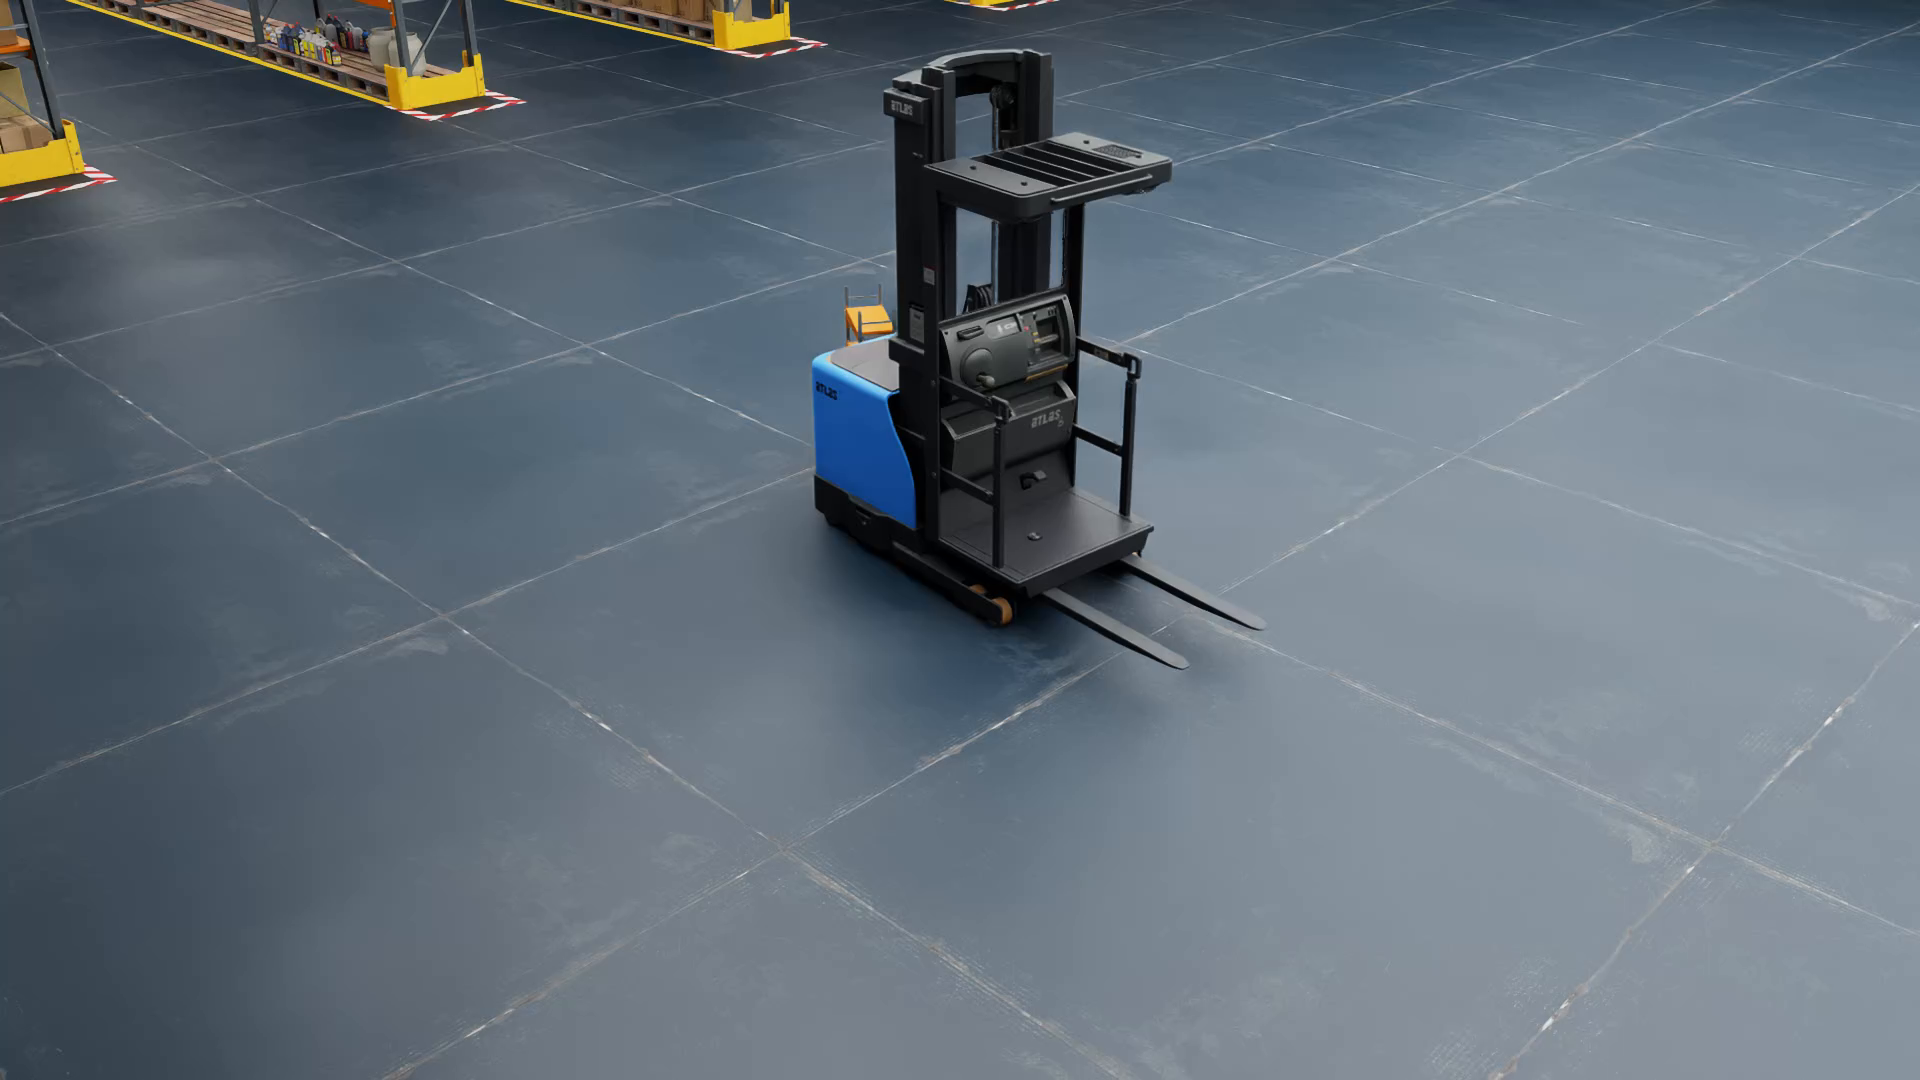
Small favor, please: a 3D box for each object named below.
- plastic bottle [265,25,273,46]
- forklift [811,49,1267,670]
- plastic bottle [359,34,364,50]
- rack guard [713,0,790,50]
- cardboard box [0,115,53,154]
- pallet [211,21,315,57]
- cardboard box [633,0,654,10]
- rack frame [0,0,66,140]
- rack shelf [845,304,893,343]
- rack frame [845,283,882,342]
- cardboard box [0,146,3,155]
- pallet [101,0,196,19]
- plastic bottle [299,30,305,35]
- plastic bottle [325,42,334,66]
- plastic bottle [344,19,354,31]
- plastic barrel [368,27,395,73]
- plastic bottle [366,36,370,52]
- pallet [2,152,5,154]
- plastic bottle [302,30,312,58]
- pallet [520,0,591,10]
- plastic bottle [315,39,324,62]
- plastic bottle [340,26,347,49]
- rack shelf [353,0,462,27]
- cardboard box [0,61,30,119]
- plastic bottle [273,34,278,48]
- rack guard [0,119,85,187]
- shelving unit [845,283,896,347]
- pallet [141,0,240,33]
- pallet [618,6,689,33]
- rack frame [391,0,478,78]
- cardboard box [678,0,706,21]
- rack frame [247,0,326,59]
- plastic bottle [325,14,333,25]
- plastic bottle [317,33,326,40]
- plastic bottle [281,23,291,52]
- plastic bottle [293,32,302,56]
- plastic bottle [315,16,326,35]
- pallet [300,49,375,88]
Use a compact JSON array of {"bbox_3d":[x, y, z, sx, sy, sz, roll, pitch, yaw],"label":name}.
[{"bbox_3d":[-9.309,-6.814,22.444,0.097,0.271,0.097,0,28,0],"label":"plastic bottle"},{"bbox_3d":[0.416,-1.076,9.146,1.130,2.935,3.031,-21,35,-35],"label":"forklift"},{"bbox_3d":[-7.984,-6.666,22.238,0.097,0.201,0.097,0,28,0],"label":"plastic bottle"},{"bbox_3d":[-2.958,-7.333,23.658,0.348,0.500,1.175,25,36,38],"label":"rack guard"},{"bbox_3d":[-10.078,-4.346,17.795,0.500,0.250,0.500,25,36,38],"label":"cardboard box"},{"bbox_3d":[-9.816,-7.085,23.497,1.213,0.211,1.003,25,36,38],"label":"pallet"},{"bbox_3d":[-4.588,-8.294,25.036,0.500,0.500,0.500,21,34,34],"label":"cardboard box"},{"bbox_3d":[-9.852,-5.128,16.780,0.127,3.000,1.000,25,36,38],"label":"rack frame"},{"bbox_3d":[-0.576,-1.367,10.716,0.258,0.148,0.480,-6,28,-12],"label":"rack shelf"},{"bbox_3d":[-0.631,-1.130,11.109,0.240,1.200,0.015,-6,28,-12],"label":"rack frame"},{"bbox_3d":[-10.442,-4.174,17.468,0.500,0.250,0.500,25,36,38],"label":"cardboard box"},{"bbox_3d":[-12.673,-8.390,25.980,1.213,0.211,1.003,25,36,38],"label":"pallet"},{"bbox_3d":[-8.756,-6.655,22.142,0.097,0.271,0.097,0,28,0],"label":"plastic bottle"},{"bbox_3d":[-8.090,-6.249,21.357,0.061,0.283,0.133,-24,36,-38],"label":"plastic bottle"},{"bbox_3d":[-8.200,-6.816,22.362,0.185,0.351,0.144,24,36,38],"label":"plastic bottle"},{"bbox_3d":[-7.257,-6.208,21.056,0.421,0.512,0.421,0,28,0],"label":"plastic barrel"},{"bbox_3d":[-7.837,-6.599,22.110,0.097,0.201,0.097,0,28,0],"label":"plastic bottle"},{"bbox_3d":[-10.427,-4.130,17.877,1.213,0.211,1.003,25,36,38],"label":"pallet"},{"bbox_3d":[-8.506,-6.497,21.756,0.185,0.351,0.144,24,36,38],"label":"plastic bottle"},{"bbox_3d":[-6.313,-8.739,26.643,1.213,0.211,1.003,25,36,38],"label":"pallet"},{"bbox_3d":[-8.253,-6.350,21.558,0.135,0.276,0.152,23,36,37],"label":"plastic bottle"},{"bbox_3d":[-8.254,-6.743,22.297,0.133,0.283,0.061,25,36,38],"label":"plastic bottle"},{"bbox_3d":[-7.803,-7.105,21.312,4.000,0.370,1.077,25,36,38],"label":"rack shelf"},{"bbox_3d":[-10.436,-4.840,17.929,0.500,0.500,0.500,25,36,38],"label":"cardboard box"},{"bbox_3d":[-9.164,-6.716,22.334,0.097,0.201,0.097,0,28,0],"label":"plastic bottle"},{"bbox_3d":[-9.835,-4.014,17.346,0.348,0.500,1.175,25,36,38],"label":"rack guard"},{"bbox_3d":[-0.576,-1.019,10.899,0.258,1.200,0.503,-6,28,-12],"label":"shelving unit"},{"bbox_3d":[-11.556,-7.881,25.011,1.213,0.211,1.003,25,36,38],"label":"pallet"},{"bbox_3d":[-4.379,-7.880,25.009,1.213,0.211,1.003,25,36,38],"label":"pallet"},{"bbox_3d":[-6.377,-6.771,19.903,0.127,3.000,1.000,25,36,38],"label":"rack frame"},{"bbox_3d":[-3.788,-7.887,24.261,0.500,0.500,0.500,-15,31,-27],"label":"cardboard box"},{"bbox_3d":[-9.229,-8.076,22.386,0.127,3.000,1.000,25,36,38],"label":"rack frame"},{"bbox_3d":[-8.568,-6.984,22.682,0.185,0.351,0.144,23,36,37],"label":"plastic bottle"},{"bbox_3d":[-8.421,-6.521,21.882,0.135,0.276,0.152,25,36,38],"label":"plastic bottle"},{"bbox_3d":[-8.944,-6.697,22.137,0.144,0.351,0.185,-24,36,-38],"label":"plastic bottle"},{"bbox_3d":[-8.721,-6.538,21.907,0.061,0.283,0.133,-23,36,-37],"label":"plastic bottle"},{"bbox_3d":[-8.669,-6.936,22.591,0.185,0.351,0.144,25,36,38],"label":"plastic bottle"},{"bbox_3d":[-7.905,-6.211,21.834,1.213,0.211,1.003,25,36,38],"label":"pallet"}]
